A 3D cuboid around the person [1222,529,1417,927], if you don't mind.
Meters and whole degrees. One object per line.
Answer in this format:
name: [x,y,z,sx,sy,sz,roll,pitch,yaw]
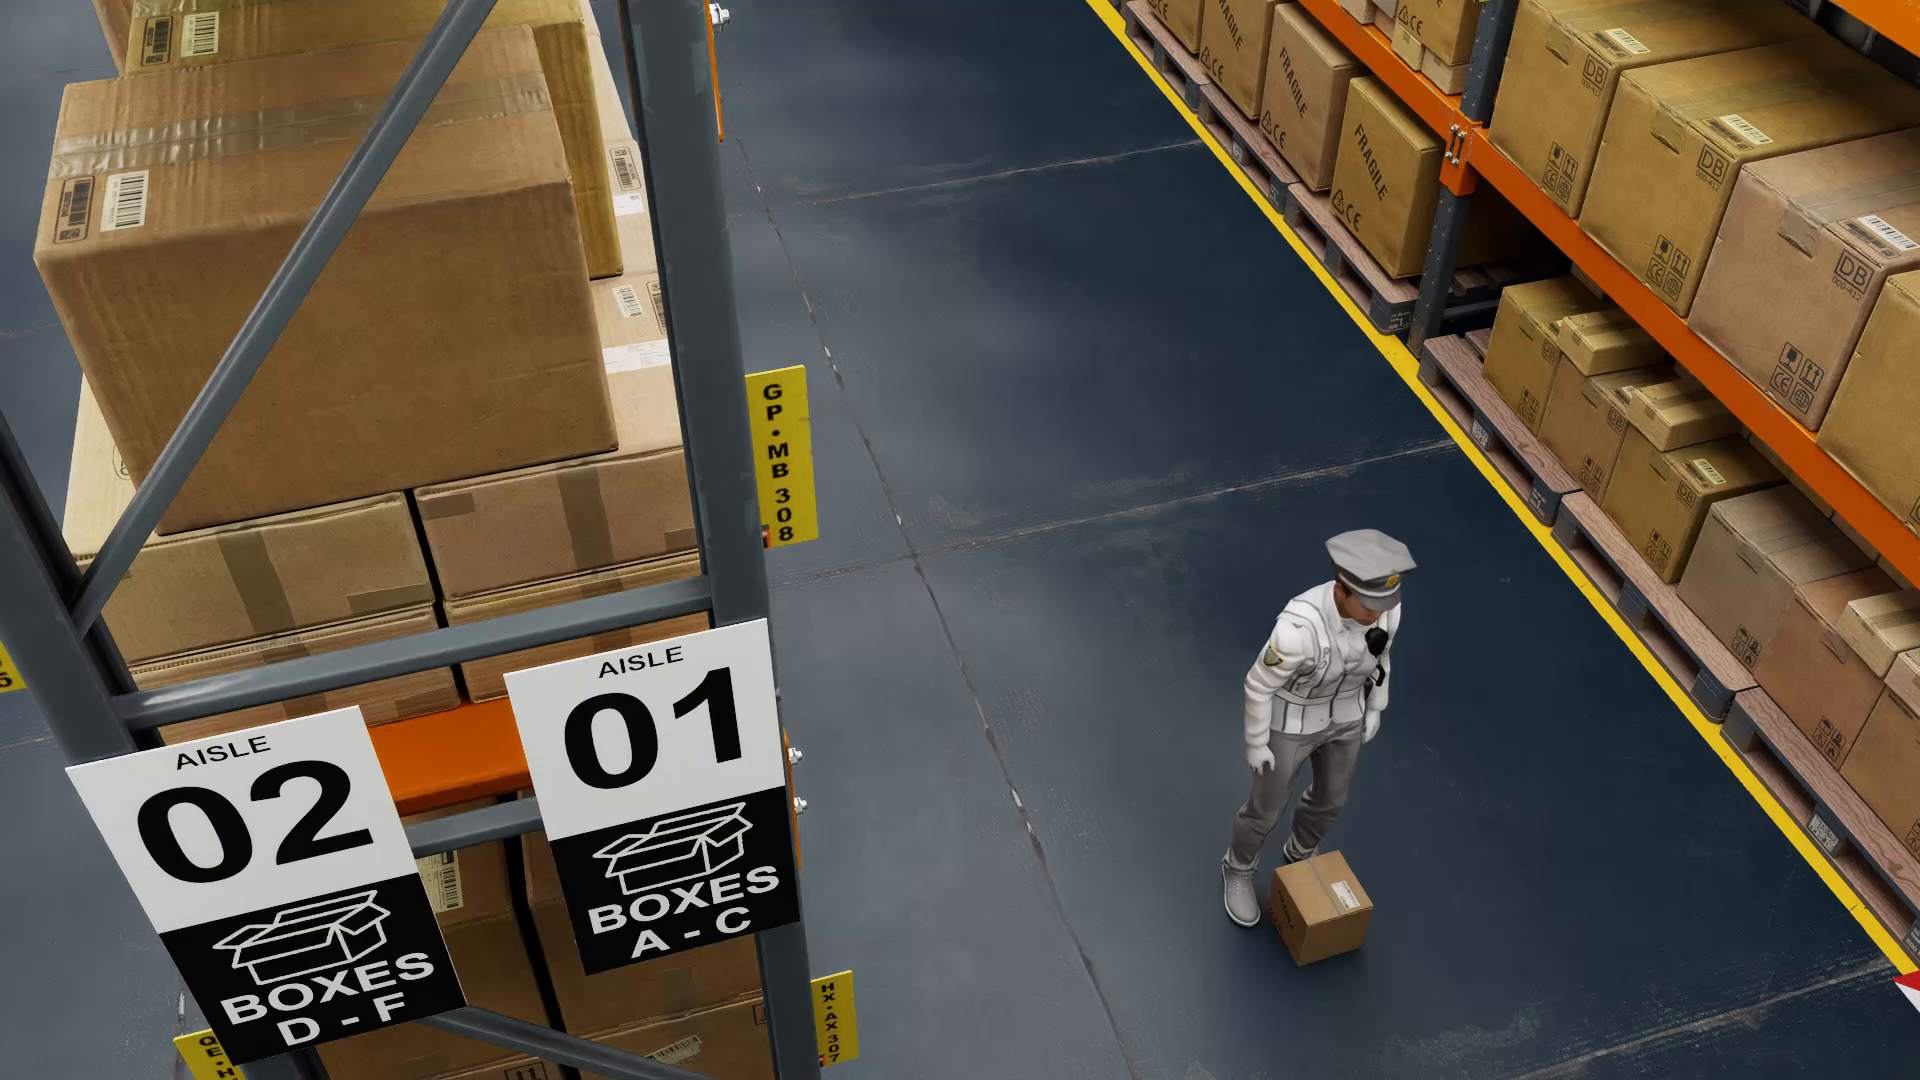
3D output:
person: [1.173,0.608,5.495,0.532,1.662,0.375,-14,44,-15]
